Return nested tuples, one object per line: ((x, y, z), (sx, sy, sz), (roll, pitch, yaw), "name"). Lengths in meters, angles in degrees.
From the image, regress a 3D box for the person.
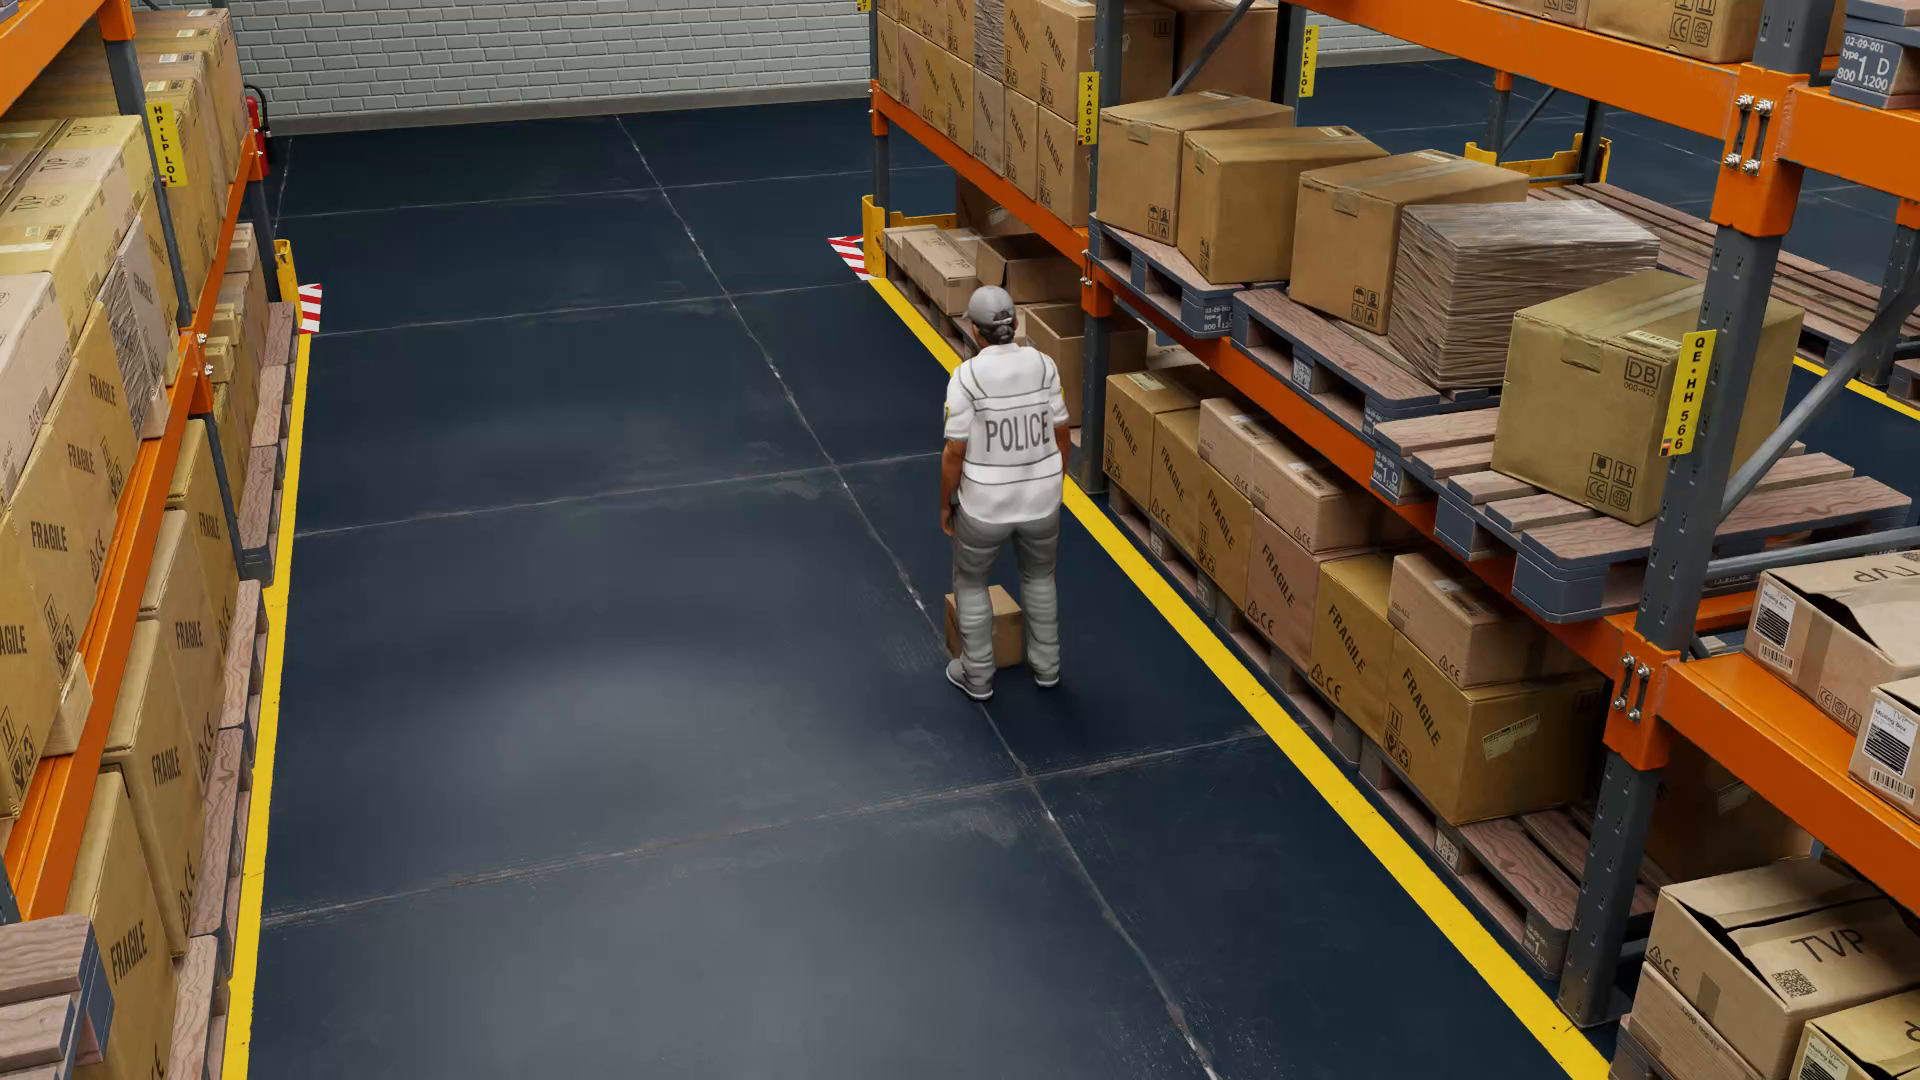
((0.169, -0.170, 6.449), (0.549, 1.664, 0.458), (-9, 28, -17), "person")
